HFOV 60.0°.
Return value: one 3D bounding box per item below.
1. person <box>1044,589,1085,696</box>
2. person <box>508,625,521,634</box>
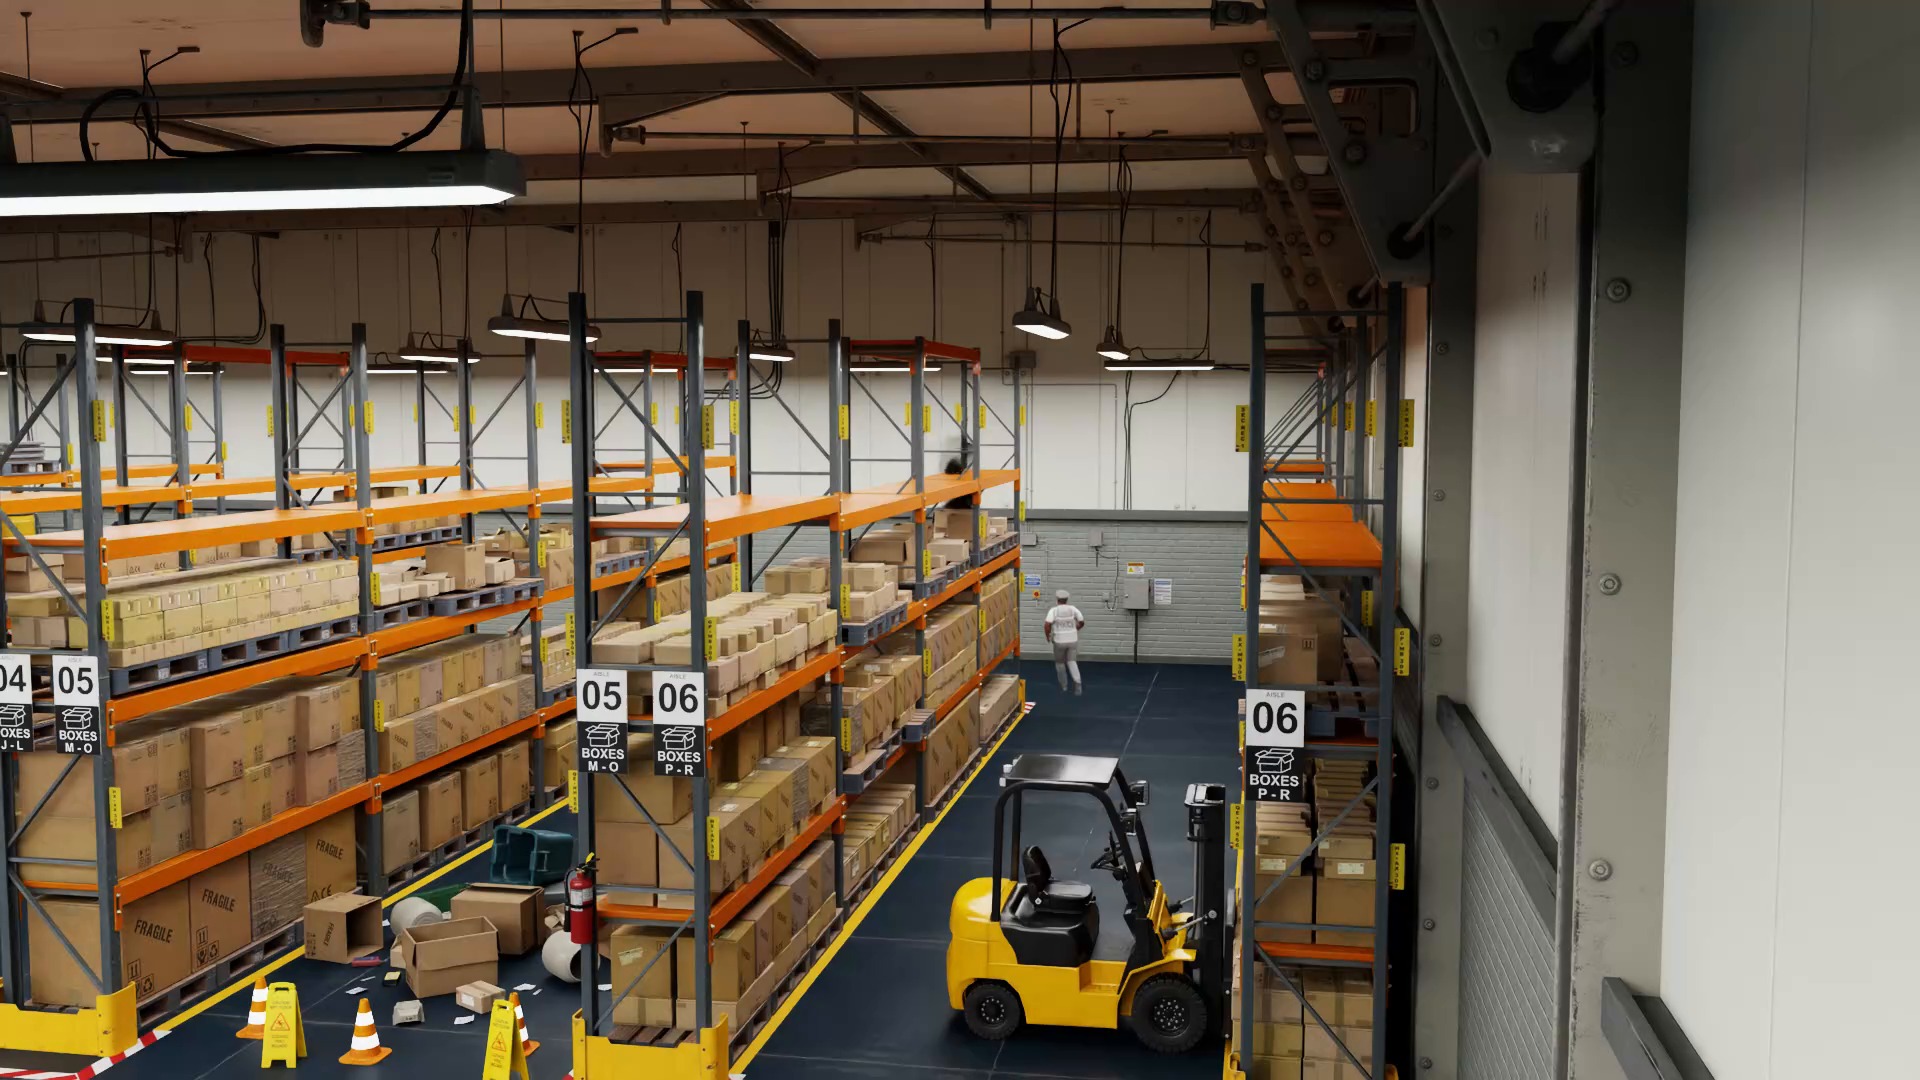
[{"bbox_3d":[1.754,1.741,28.289,0.707,1.799,0.724,-1,5,-13],"label":"person"},{"bbox_3d":[-6.800,2.224,25.678,0.668,1.852,0.866,1,5,15],"label":"person"}]
